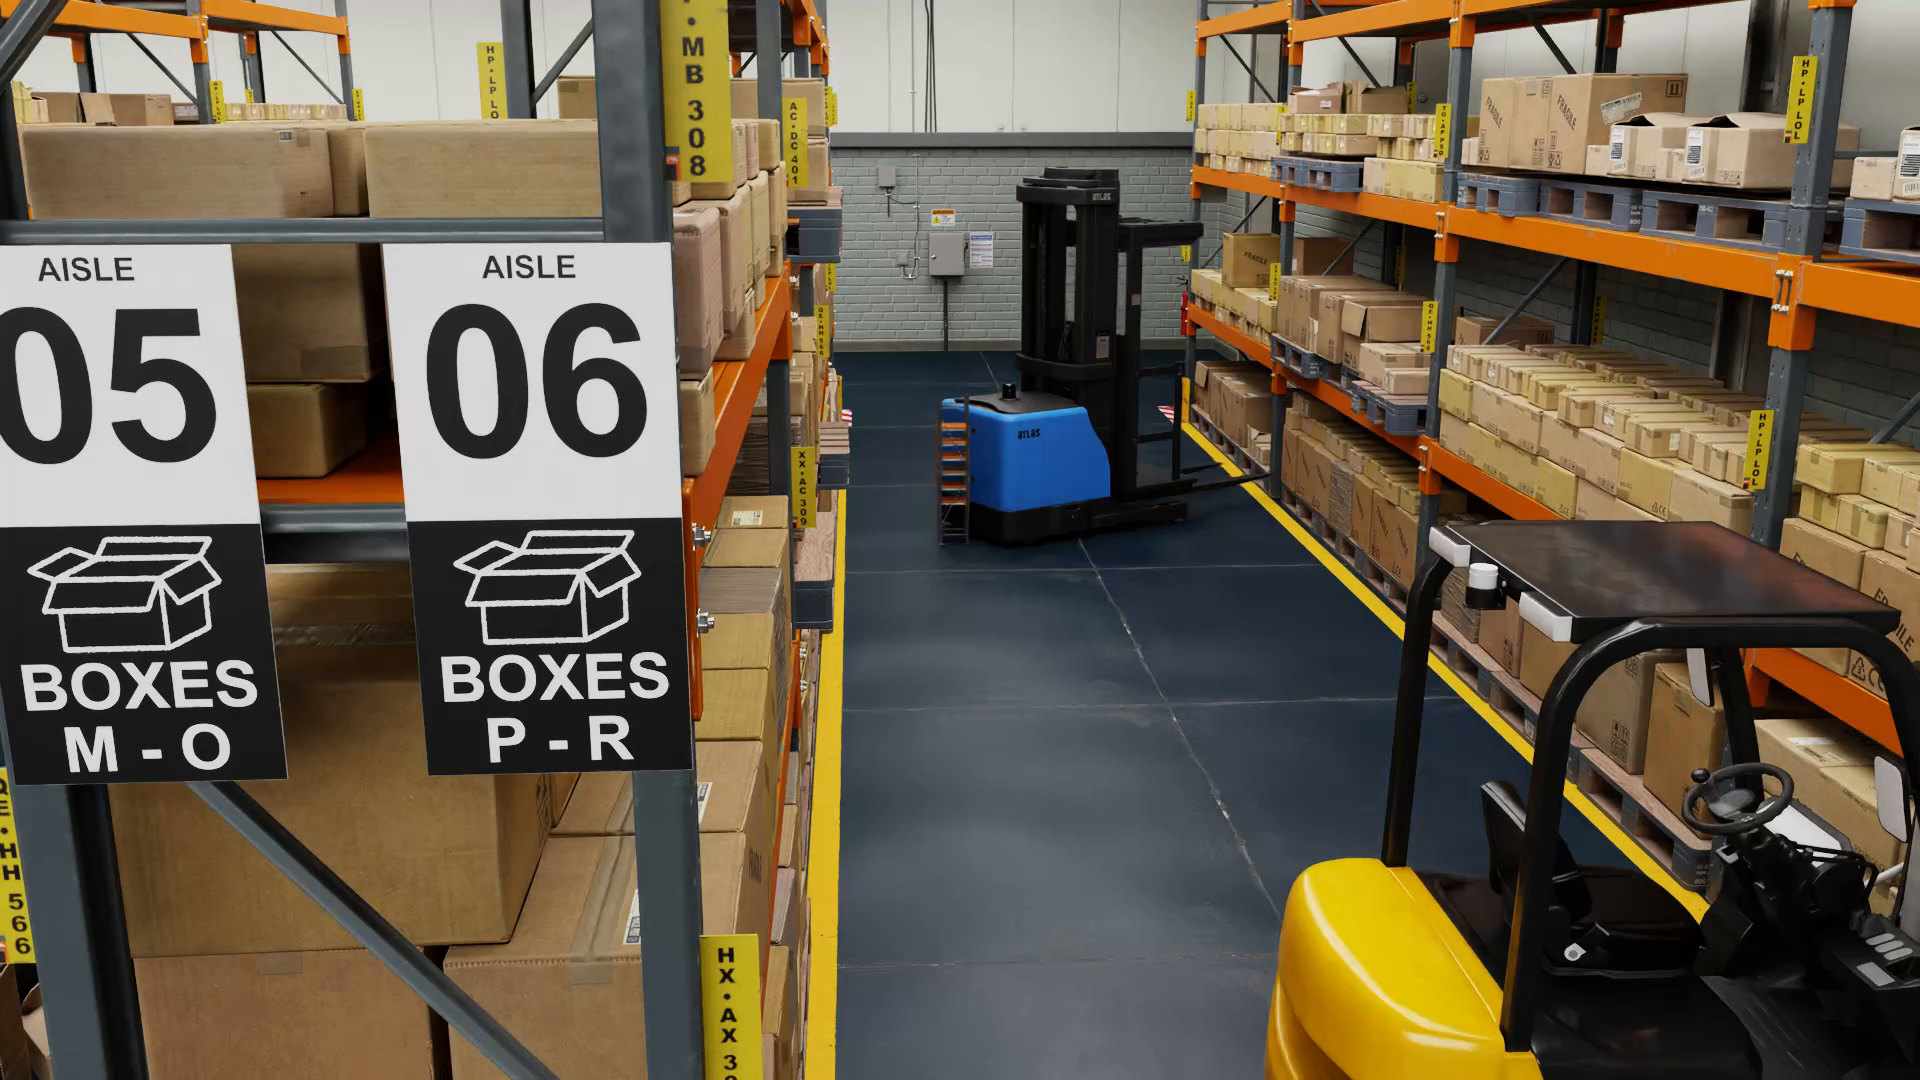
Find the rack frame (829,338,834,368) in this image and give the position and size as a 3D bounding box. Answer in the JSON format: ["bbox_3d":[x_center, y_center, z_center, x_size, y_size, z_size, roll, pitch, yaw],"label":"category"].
[{"bbox_3d":[-1.906,-2.762,18.240,1.000,3.000,0.127,-1,14,-3],"label":"rack frame"}]

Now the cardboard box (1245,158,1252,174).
[{"bbox_3d":[2.939,-3.579,15.901,0.380,0.149,0.250,-1,14,-3],"label":"cardboard box"}]

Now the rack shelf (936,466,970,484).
[{"bbox_3d":[-0.056,-0.524,13.333,0.258,0.103,0.180,-1,14,-4],"label":"rack shelf"}]

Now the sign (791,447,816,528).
[{"bbox_3d":[-0.621,-0.207,6.573,0.100,0.325,0.005,-1,14,-3],"label":"sign"}]

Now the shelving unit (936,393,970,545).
[{"bbox_3d":[-0.056,-0.567,13.322,0.258,1.200,0.189,-1,14,-4],"label":"shelving unit"}]

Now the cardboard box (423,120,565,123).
[{"bbox_3d":[-1.361,-1.154,4.878,0.380,0.149,0.250,-1,14,-5],"label":"cardboard box"}]

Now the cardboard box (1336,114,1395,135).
[{"bbox_3d":[3.031,-3.108,12.431,0.380,0.149,0.250,-1,14,-3],"label":"cardboard box"}]

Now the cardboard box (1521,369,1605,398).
[{"bbox_3d":[3.403,-0.872,9.392,0.380,0.149,0.250,-1,14,-3],"label":"cardboard box"}]

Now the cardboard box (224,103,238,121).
[{"bbox_3d":[-6.352,-3.625,14.073,0.380,0.149,0.250,-2,15,-6],"label":"cardboard box"}]

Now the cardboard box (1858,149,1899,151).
[{"bbox_3d":[3.935,-1.652,7.368,0.380,0.149,0.250,-1,14,-3],"label":"cardboard box"}]

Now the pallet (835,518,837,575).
[{"bbox_3d":[-1.456,0.078,12.798,1.003,0.211,1.213,-1,14,-3],"label":"pallet"}]

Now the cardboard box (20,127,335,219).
[{"bbox_3d":[-1.230,-0.579,2.642,0.380,0.149,0.250,-1,14,-3],"label":"cardboard box"}]

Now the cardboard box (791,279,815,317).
[{"bbox_3d":[-1.197,-1.431,10.862,0.500,0.500,0.500,-1,14,-5],"label":"cardboard box"}]

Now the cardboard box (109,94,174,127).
[{"bbox_3d":[-6.679,-3.274,13.168,0.700,0.500,0.500,-1,14,-3],"label":"cardboard box"}]

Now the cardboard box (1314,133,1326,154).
[{"bbox_3d":[2.983,-3.093,12.968,0.380,0.149,0.250,-1,14,-4],"label":"cardboard box"}]

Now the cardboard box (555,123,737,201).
[{"bbox_3d":[-0.660,-0.780,3.424,0.380,0.149,0.250,-1,14,-4],"label":"cardboard box"}]

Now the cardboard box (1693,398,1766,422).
[{"bbox_3d":[3.958,-0.626,8.437,0.380,0.149,0.250,-1,14,-4],"label":"cardboard box"}]

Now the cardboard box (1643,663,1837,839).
[{"bbox_3d":[3.748,0.962,7.690,0.875,0.625,0.625,0,14,-1],"label":"cardboard box"}]

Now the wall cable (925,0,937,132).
[{"bbox_3d":[0.994,-7.140,23.143,2.988,3.039,0.133,-1,14,-3],"label":"wall cable"}]

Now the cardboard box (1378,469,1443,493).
[{"bbox_3d":[3.240,-0.409,11.969,0.380,0.149,0.250,-1,14,-5],"label":"cardboard box"}]

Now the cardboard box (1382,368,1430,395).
[{"bbox_3d":[3.120,-1.089,11.400,0.380,0.149,0.250,-1,14,-2],"label":"cardboard box"}]

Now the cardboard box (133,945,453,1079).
[{"bbox_3d":[-1.223,0.894,3.233,0.500,0.500,0.500,-1,14,-4],"label":"cardboard box"}]

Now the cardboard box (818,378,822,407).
[{"bbox_3d":[-1.266,-1.083,12.017,0.500,0.250,0.500,0,14,-2],"label":"cardboard box"}]

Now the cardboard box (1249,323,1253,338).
[{"bbox_3d":[2.957,-1.993,15.755,0.380,0.149,0.250,-1,14,-2],"label":"cardboard box"}]

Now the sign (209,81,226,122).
[{"bbox_3d":[-6.039,-3.569,13.529,0.100,0.325,0.005,-1,14,-3],"label":"sign"}]

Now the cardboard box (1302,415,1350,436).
[{"bbox_3d":[3.147,-0.990,14.228,0.380,0.149,0.250,-1,14,-5],"label":"cardboard box"}]

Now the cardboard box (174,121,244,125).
[{"bbox_3d":[-6.383,-3.411,14.041,0.500,0.250,0.500,0,14,-2],"label":"cardboard box"}]

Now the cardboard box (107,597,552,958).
[{"bbox_3d":[-1.164,0.417,3.081,0.700,0.500,0.500,-1,14,-5],"label":"cardboard box"}]

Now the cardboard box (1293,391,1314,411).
[{"bbox_3d":[3.113,-1.203,14.458,0.380,0.149,0.250,-1,14,-4],"label":"cardboard box"}]

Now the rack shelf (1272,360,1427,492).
[{"bbox_3d":[3.420,-0.999,12.832,1.077,0.370,4.000,-1,14,-3],"label":"rack shelf"}]

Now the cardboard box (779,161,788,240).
[{"bbox_3d":[-0.866,-1.195,5.837,0.500,0.250,0.500,-1,14,-4],"label":"cardboard box"}]

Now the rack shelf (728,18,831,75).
[{"bbox_3d":[-1.782,-4.628,15.699,1.077,0.370,4.000,-1,14,-3],"label":"rack shelf"}]

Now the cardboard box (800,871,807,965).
[{"bbox_3d":[-0.857,1.494,6.376,0.500,0.250,0.500,0,14,-1],"label":"cardboard box"}]

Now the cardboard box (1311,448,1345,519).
[{"bbox_3d":[3.171,-0.457,13.457,0.500,0.500,0.500,-1,14,-5],"label":"cardboard box"}]

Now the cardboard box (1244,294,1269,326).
[{"bbox_3d":[2.975,-2.163,15.618,0.500,0.250,0.500,-1,14,-3],"label":"cardboard box"}]

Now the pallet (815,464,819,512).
[{"bbox_3d":[-1.247,-0.188,8.621,1.003,0.211,1.213,-1,14,-3],"label":"pallet"}]

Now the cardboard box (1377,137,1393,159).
[{"bbox_3d":[3.228,-2.828,11.978,0.380,0.149,0.250,0,14,-2],"label":"cardboard box"}]

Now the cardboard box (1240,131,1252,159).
[{"bbox_3d":[2.953,-3.741,15.732,0.500,0.250,0.500,-1,14,-2],"label":"cardboard box"}]

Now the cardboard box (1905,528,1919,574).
[{"bbox_3d":[3.552,0.057,5.782,0.380,0.149,0.250,-1,14,-2],"label":"cardboard box"}]

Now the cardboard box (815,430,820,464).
[{"bbox_3d":[-0.967,-0.517,9.179,0.380,0.149,0.250,-1,14,-2],"label":"cardboard box"}]

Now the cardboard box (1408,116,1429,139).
[{"bbox_3d":[3.249,-2.780,11.196,0.380,0.149,0.250,-1,14,-5],"label":"cardboard box"}]

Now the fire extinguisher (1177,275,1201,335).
[{"bbox_3d":[2.578,-2.651,18.712,0.296,0.674,0.183,-1,14,-3],"label":"fire extinguisher"}]

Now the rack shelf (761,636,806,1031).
[{"bbox_3d":[-1.038,1.068,4.798,1.077,0.370,4.000,-1,14,-3],"label":"rack shelf"}]

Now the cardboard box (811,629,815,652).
[{"bbox_3d":[-1.385,0.438,10.236,0.950,0.372,0.625,-2,15,-7],"label":"cardboard box"}]

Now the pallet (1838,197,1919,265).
[{"bbox_3d":[3.870,-1.053,5.757,1.003,0.211,1.213,-1,14,-3],"label":"pallet"}]

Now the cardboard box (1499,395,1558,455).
[{"bbox_3d":[3.372,-0.650,9.331,0.500,0.250,0.500,-1,14,-5],"label":"cardboard box"}]

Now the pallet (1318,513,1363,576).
[{"bbox_3d":[3.463,0.012,13.057,1.003,0.211,1.213,-1,14,-3],"label":"pallet"}]

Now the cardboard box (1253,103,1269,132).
[{"bbox_3d":[2.984,-3.859,15.184,0.500,0.250,0.500,-1,14,-4],"label":"cardboard box"}]

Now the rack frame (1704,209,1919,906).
[{"bbox_3d":[3.792,0.145,6.943,1.000,3.000,0.127,-1,14,-3],"label":"rack frame"}]

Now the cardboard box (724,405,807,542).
[{"bbox_3d":[-0.905,-0.294,7.010,0.500,0.500,0.500,-1,14,-2],"label":"cardboard box"}]

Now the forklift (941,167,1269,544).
[{"bbox_3d":[1.329,-1.647,14.045,3.031,2.935,1.130,-9,17,-32],"label":"forklift"}]

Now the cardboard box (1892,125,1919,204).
[{"bbox_3d":[3.600,-1.306,5.696,0.500,0.311,0.500,-1,14,-2],"label":"cardboard box"}]

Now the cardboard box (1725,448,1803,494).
[{"bbox_3d":[3.549,-0.299,7.166,0.380,0.149,0.250,0,14,-2],"label":"cardboard box"}]

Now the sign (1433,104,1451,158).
[{"bbox_3d":[3.002,-2.545,10.340,0.100,0.325,0.005,-1,14,-3],"label":"sign"}]
